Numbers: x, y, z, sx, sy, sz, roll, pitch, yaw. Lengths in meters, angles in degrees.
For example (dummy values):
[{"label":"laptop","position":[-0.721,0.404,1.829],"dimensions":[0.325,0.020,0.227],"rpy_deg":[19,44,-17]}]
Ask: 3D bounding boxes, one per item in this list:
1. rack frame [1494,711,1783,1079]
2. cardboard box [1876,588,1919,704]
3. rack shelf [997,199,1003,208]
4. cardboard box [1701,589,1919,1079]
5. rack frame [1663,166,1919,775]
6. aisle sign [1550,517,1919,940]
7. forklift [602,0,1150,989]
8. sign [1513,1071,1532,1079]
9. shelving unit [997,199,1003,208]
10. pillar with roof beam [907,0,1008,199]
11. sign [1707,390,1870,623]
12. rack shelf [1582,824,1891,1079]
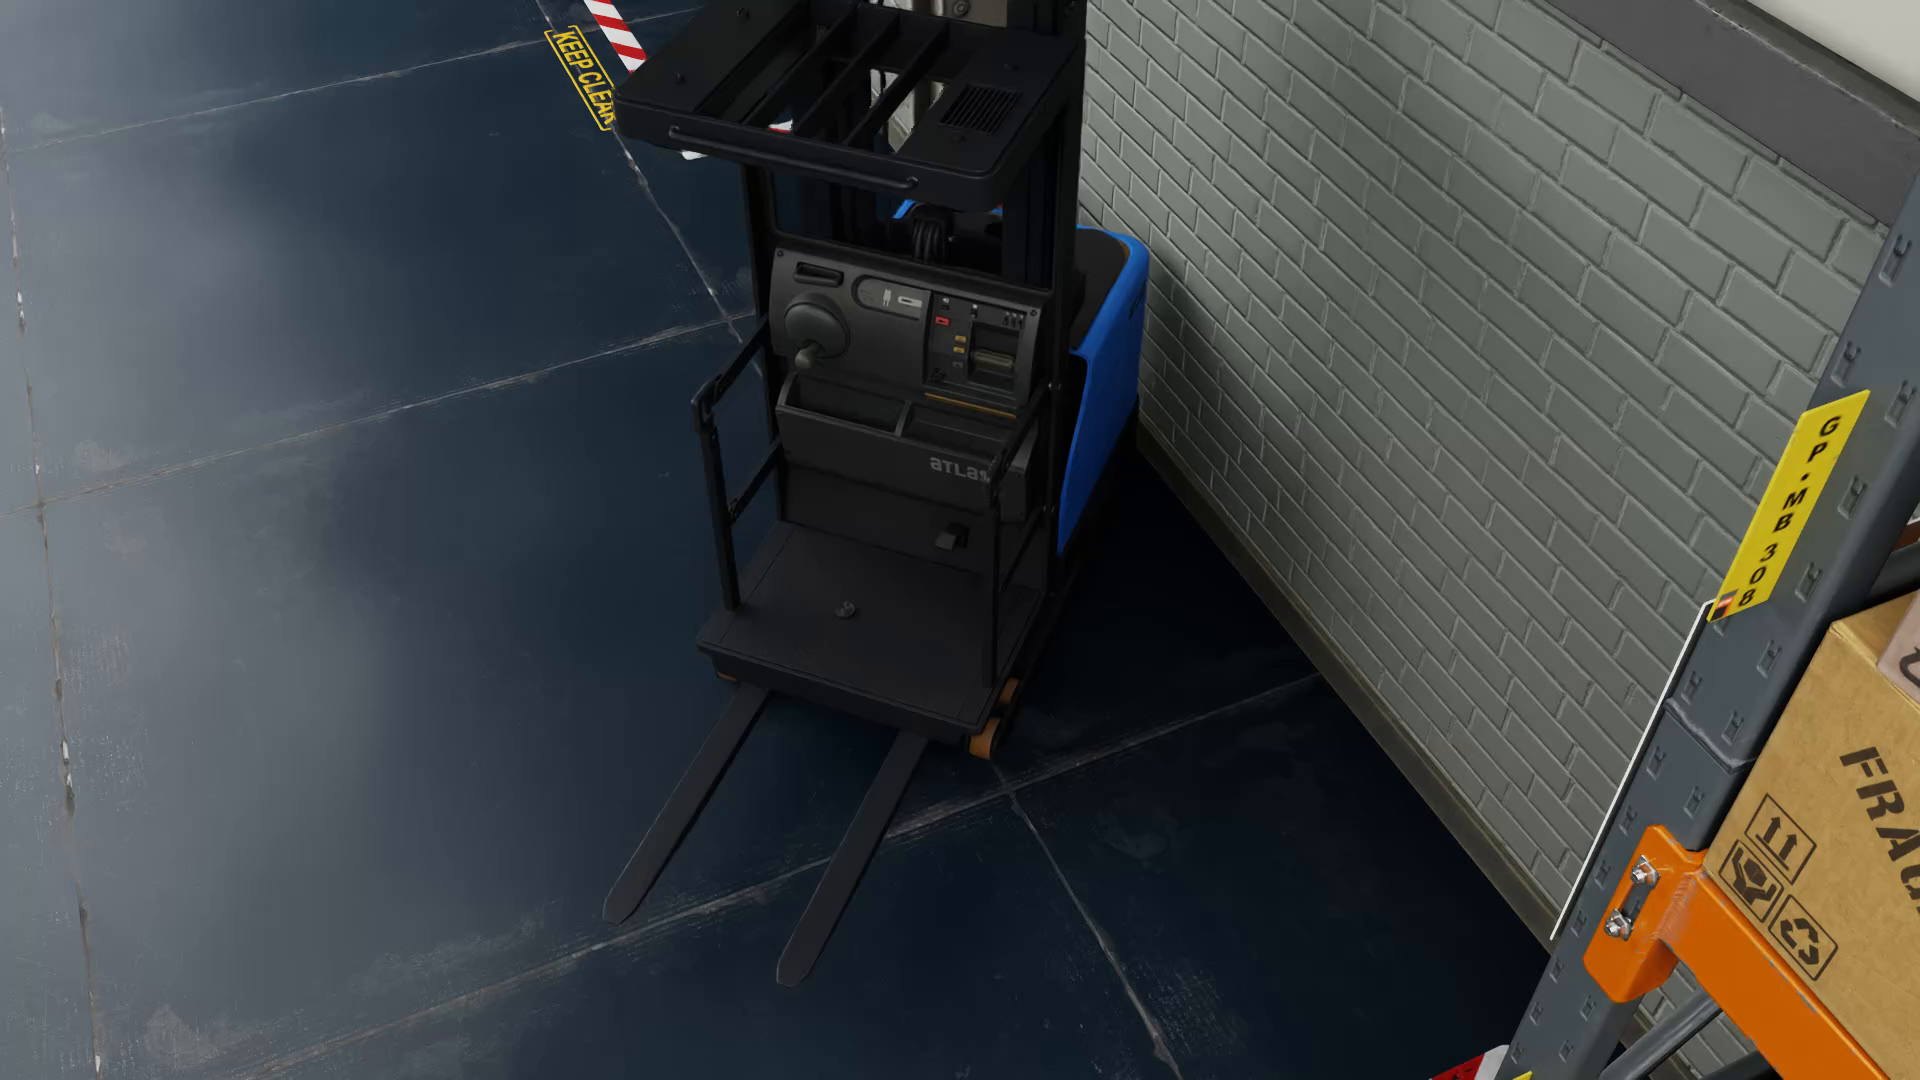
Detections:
[{"label":"rack frame","position":[1.431,1.186,3.412],"dimensions":[1.000,3.000,0.127],"rpy_deg":[-18,47,-17]},{"label":"cardboard box","position":[1.372,0.037,1.644],"dimensions":[0.500,0.500,0.500],"rpy_deg":[-21,48,-20]},{"label":"rack shelf","position":[0.110,-1.377,7.012],"dimensions":[0.258,0.103,0.180],"rpy_deg":[12,32,12]},{"label":"cardboard box","position":[1.344,0.363,2.025],"dimensions":[0.500,0.500,0.500],"rpy_deg":[-17,47,-16]},{"label":"rack frame","position":[1.431,-0.949,1.305],"dimensions":[1.000,3.000,0.127],"rpy_deg":[-18,47,-17]},{"label":"aisle sign","position":[1.128,0.304,2.456],"dimensions":[0.394,0.787,0.004],"rpy_deg":[-18,47,-17]},{"label":"forklift","position":[-0.264,-0.597,5.268],"dimensions":[1.130,2.935,3.031],"rpy_deg":[15,47,15]},{"label":"sign","position":[0.938,1.039,2.945],"dimensions":[0.100,0.325,0.005],"rpy_deg":[-18,47,-17]},{"label":"shelving unit","position":[0.096,-1.210,7.114],"dimensions":[0.258,1.200,0.189],"rpy_deg":[12,32,12]},{"label":"pillar with roof beam","position":[-3.919,-3.311,3.698],"dimensions":[9.100,9.000,0.400],"rpy_deg":[-18,47,-17]},{"label":"sign","position":[0.938,-0.032,1.889],"dimensions":[0.100,0.325,0.005],"rpy_deg":[-18,47,-17]},{"label":"rack shelf","position":[2.272,1.649,1.319],"dimensions":[1.077,0.370,4.000],"rpy_deg":[-18,47,-17]}]
